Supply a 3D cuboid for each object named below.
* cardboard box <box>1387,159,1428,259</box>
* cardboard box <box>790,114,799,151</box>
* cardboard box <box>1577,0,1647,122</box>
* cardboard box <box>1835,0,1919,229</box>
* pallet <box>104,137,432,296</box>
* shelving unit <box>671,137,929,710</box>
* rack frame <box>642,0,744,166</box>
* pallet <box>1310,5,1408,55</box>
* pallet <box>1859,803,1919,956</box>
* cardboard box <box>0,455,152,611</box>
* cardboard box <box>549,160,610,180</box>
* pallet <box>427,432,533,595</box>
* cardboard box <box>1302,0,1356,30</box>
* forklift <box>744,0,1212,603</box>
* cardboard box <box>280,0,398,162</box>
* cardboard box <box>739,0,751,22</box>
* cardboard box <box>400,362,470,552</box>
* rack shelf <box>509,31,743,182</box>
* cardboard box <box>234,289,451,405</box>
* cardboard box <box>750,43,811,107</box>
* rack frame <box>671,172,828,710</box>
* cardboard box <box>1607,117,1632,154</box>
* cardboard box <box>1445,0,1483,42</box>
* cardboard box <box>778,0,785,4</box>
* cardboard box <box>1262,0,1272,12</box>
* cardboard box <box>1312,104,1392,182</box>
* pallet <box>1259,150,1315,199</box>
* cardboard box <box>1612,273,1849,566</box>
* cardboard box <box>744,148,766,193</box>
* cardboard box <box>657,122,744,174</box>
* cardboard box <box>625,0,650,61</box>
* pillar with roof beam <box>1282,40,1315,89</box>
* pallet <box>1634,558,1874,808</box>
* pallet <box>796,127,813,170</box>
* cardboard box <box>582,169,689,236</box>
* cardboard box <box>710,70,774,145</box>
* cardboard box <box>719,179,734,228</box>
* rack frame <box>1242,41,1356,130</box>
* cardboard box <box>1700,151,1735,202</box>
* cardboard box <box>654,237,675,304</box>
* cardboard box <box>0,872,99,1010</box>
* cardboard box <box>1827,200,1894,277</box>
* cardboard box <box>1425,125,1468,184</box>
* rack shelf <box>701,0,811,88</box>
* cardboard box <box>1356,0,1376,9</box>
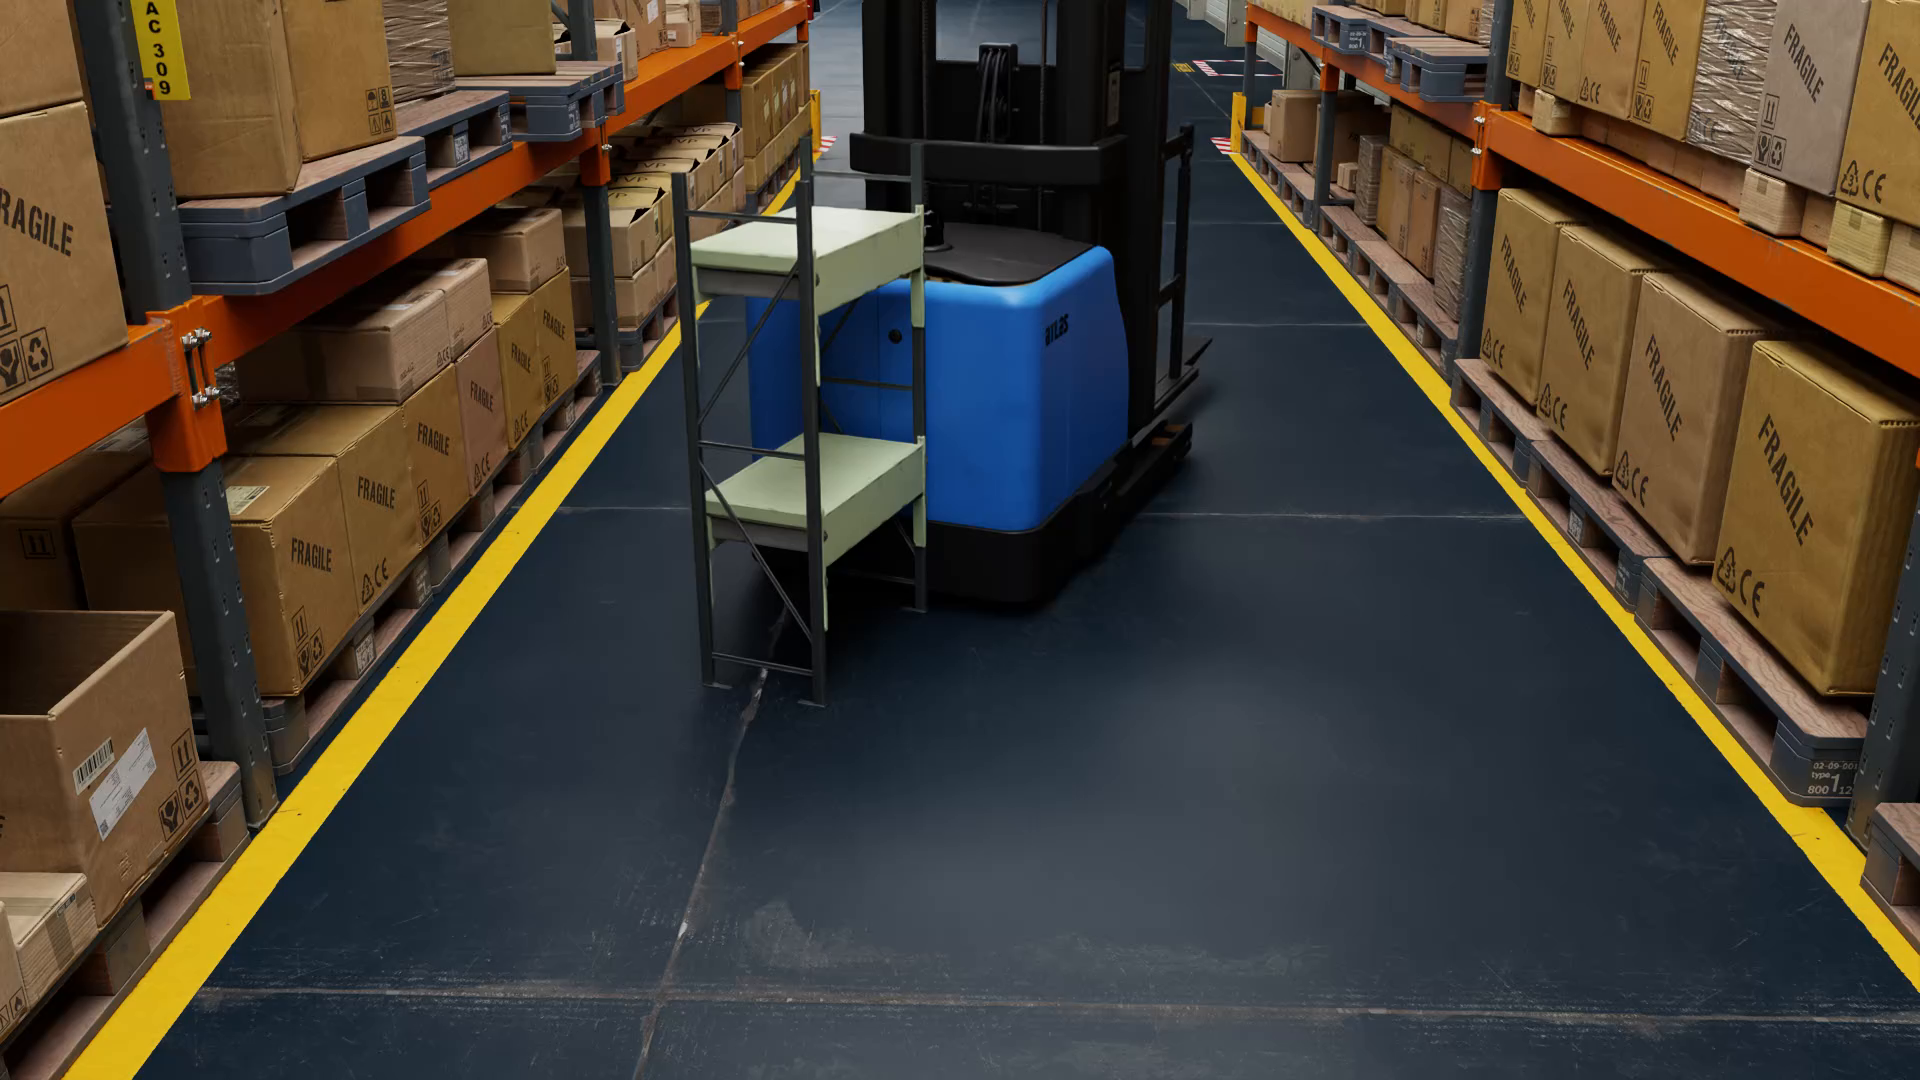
[{"bbox_3d":[2.922,-1.939,9.726,0.700,0.500,0.500,1,21,2],"label":"cardboard box"},{"bbox_3d":[-1.618,-3.391,13.843,0.500,0.250,0.500,1,21,2],"label":"cardboard box"},{"bbox_3d":[2.516,-1.744,5.799,0.500,0.500,0.500,1,21,1],"label":"cardboard box"},{"bbox_3d":[2.468,-1.008,3.904,0.500,0.500,0.500,0,21,1],"label":"cardboard box"},{"bbox_3d":[-2.112,-0.895,4.456,1.003,0.211,1.213,1,21,2],"label":"pallet"},{"bbox_3d":[-0.433,-0.365,4.895,0.431,1.500,0.755,8,23,21],"label":"shelving unit"},{"bbox_3d":[-2.002,-3.590,11.134,1.000,3.000,0.127,1,21,2],"label":"rack frame"},{"bbox_3d":[2.781,-3.172,10.324,1.003,0.211,1.213,1,21,2],"label":"pallet"},{"bbox_3d":[2.605,0.930,3.340,1.003,0.211,1.213,1,21,2],"label":"pallet"},{"bbox_3d":[-2.517,0.081,4.520,0.500,0.500,0.500,1,21,1],"label":"cardboard box"},{"bbox_3d":[-2.309,-2.063,9.643,0.500,0.311,0.500,1,21,3],"label":"cardboard box"},{"bbox_3d":[-2.224,-0.134,6.083,1.003,0.211,1.213,1,21,2],"label":"pallet"},{"bbox_3d":[2.661,-3.651,11.471,0.500,0.250,0.500,1,21,2],"label":"cardboard box"},{"bbox_3d":[0.312,-1.665,6.269,1.130,2.935,3.031,8,23,21],"label":"forklift"},{"bbox_3d":[-2.050,-1.358,4.663,0.700,0.500,0.500,4,22,10],"label":"cardboard box"},{"bbox_3d":[-1.966,-4.169,12.489,0.700,0.500,0.500,1,21,2],"label":"cardboard box"},{"bbox_3d":[-1.960,-0.283,5.459,0.500,0.500,0.500,1,21,2],"label":"cardboard box"},{"bbox_3d":[-2.063,-2.531,9.401,1.077,0.370,4.000,1,21,2],"label":"rack shelf"},{"bbox_3d":[-1.957,-0.620,5.292,0.500,0.250,0.500,1,21,2],"label":"cardboard box"},{"bbox_3d":[-1.600,-4.102,14.639,0.500,0.500,0.500,1,21,2],"label":"cardboard box"},{"bbox_3d":[-0.571,-0.242,4.579,0.400,1.500,0.023,8,23,21],"label":"rack frame"},{"bbox_3d":[2.593,-1.494,6.052,0.380,0.149,0.250,1,21,3],"label":"cardboard box"},{"bbox_3d":[2.822,-2.715,8.132,0.700,0.500,0.500,-1,21,-3],"label":"cardboard box"},{"bbox_3d":[-1.908,-4.914,14.409,0.700,0.500,0.500,1,21,2],"label":"cardboard box"},{"bbox_3d":[2.716,-4.377,13.343,0.500,0.250,0.500,0,21,1],"label":"cardboard box"},{"bbox_3d":[2.941,-2.952,12.338,0.500,0.500,0.500,-1,21,-2],"label":"cardboard box"},{"bbox_3d":[2.969,-2.922,13.268,1.003,0.211,1.213,1,21,2],"label":"pallet"},{"bbox_3d":[2.620,-0.396,5.293,0.750,0.750,0.750,1,21,3],"label":"cardboard box"},{"bbox_3d":[-1.685,-2.668,11.979,0.500,0.250,0.500,1,21,2],"label":"cardboard box"},{"bbox_3d":[-1.728,-2.616,11.069,0.500,0.311,0.500,1,21,2],"label":"cardboard box"},{"bbox_3d":[-2.073,-2.987,9.443,0.500,0.500,0.500,1,21,2],"label":"cardboard box"},{"bbox_3d":[-0.206,-9.734,18.676,9.100,9.000,0.400,1,21,2],"label":"pillar with roof beam"},{"bbox_3d":[2.654,0.376,4.768,1.003,0.211,1.213,1,21,2],"label":"pallet"},{"bbox_3d":[-1.862,-3.459,14.652,1.003,0.211,1.213,1,21,2],"label":"pallet"},{"bbox_3d":[-1.789,-1.879,9.171,0.500,0.311,0.500,0,21,0],"label":"cardboard box"},{"bbox_3d":[-1.668,-3.198,12.309,0.500,0.500,0.500,1,21,2],"label":"cardboard box"},{"bbox_3d":[-1.742,-2.168,10.690,0.500,0.250,0.500,0,21,1],"label":"cardboard box"},{"bbox_3d":[3.071,-4.983,14.724,1.000,3.000,0.127,1,21,2],"label":"rack frame"},{"bbox_3d":[2.516,-1.121,5.090,0.380,0.149,0.250,0,21,0],"label":"cardboard box"},{"bbox_3d":[-1.800,-1.425,8.776,0.500,0.250,0.500,0,21,0],"label":"cardboard box"},{"bbox_3d":[-1.931,0.772,3.225,0.380,0.149,0.250,1,21,2],"label":"cardboard box"},{"bbox_3d":[2.417,-0.753,4.143,0.380,0.149,0.250,1,21,3],"label":"cardboard box"},{"bbox_3d":[2.888,-2.132,9.188,0.500,0.250,0.500,1,21,1],"label":"cardboard box"},{"bbox_3d":[-1.942,-3.978,13.128,1.077,0.370,4.000,1,21,2],"label":"rack shelf"},{"bbox_3d":[2.900,-3.605,10.426,0.700,0.500,0.500,1,21,2],"label":"cardboard box"}]
